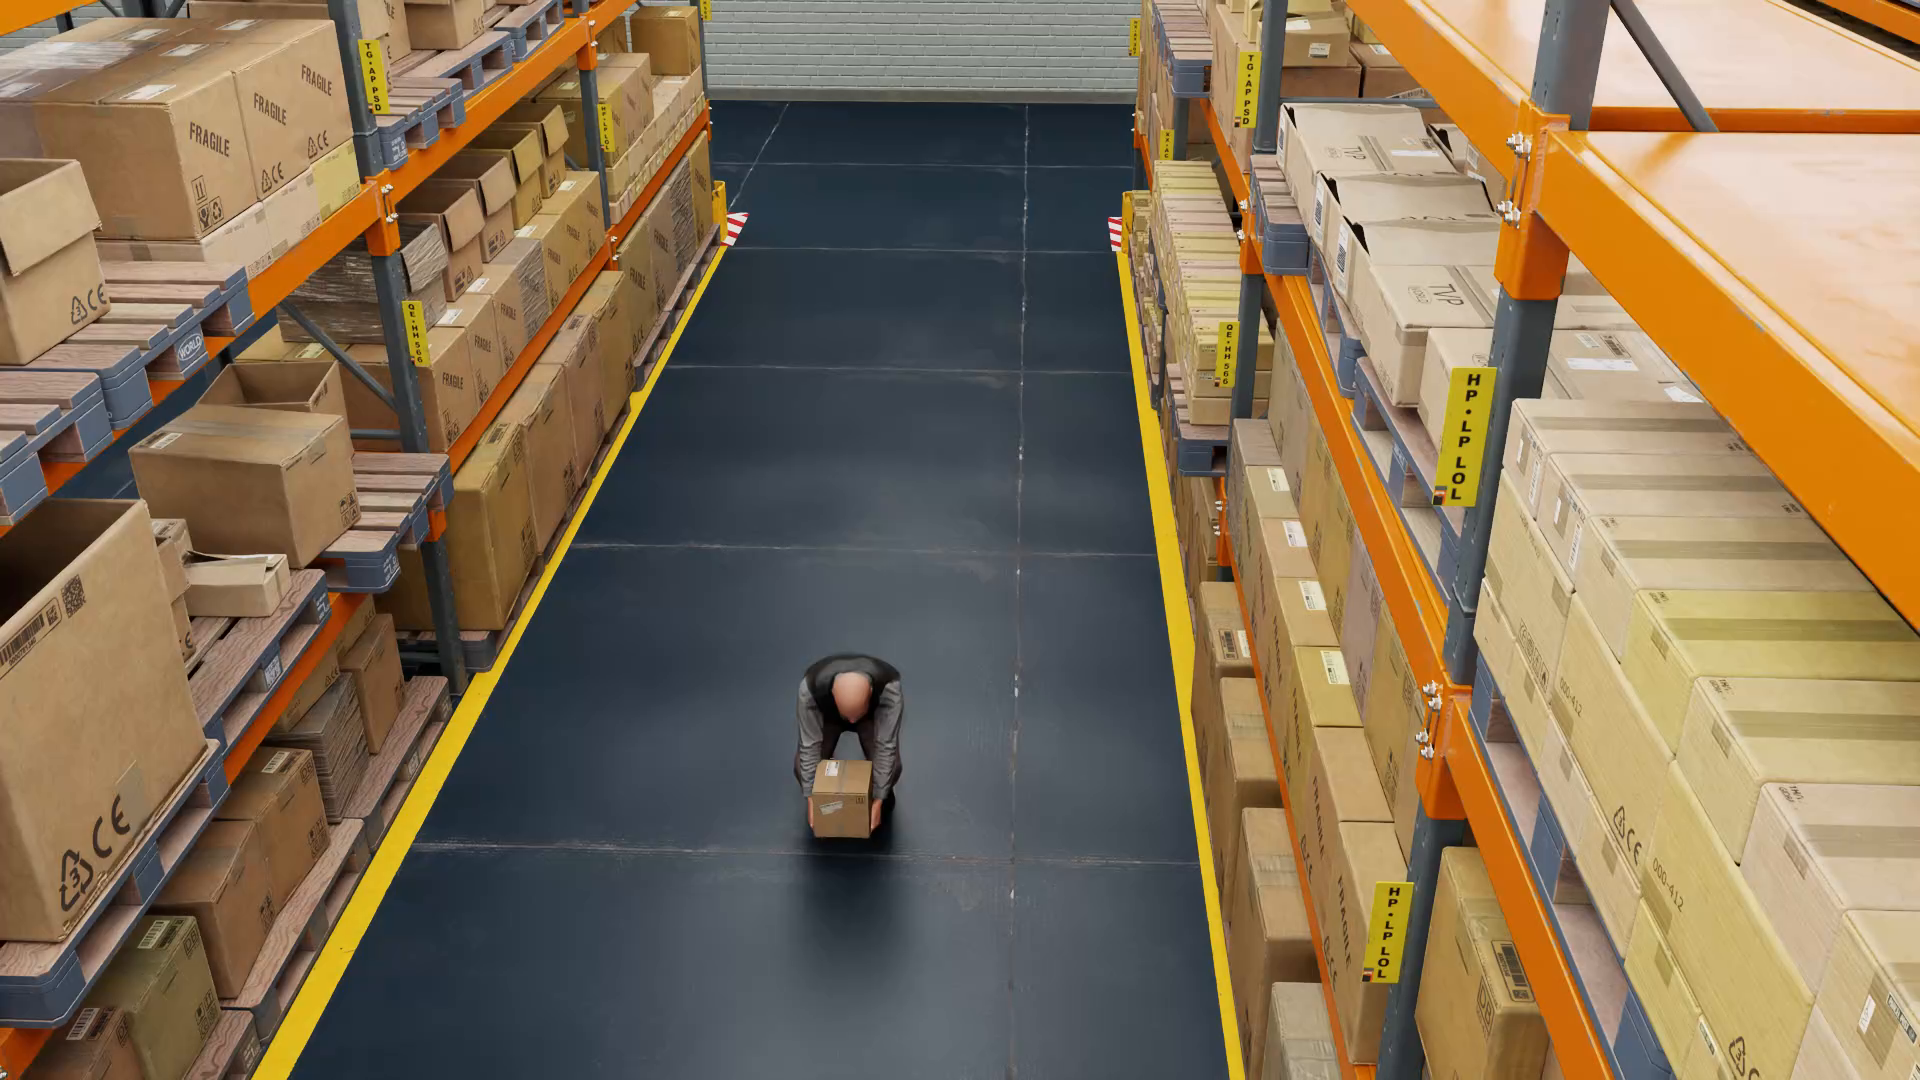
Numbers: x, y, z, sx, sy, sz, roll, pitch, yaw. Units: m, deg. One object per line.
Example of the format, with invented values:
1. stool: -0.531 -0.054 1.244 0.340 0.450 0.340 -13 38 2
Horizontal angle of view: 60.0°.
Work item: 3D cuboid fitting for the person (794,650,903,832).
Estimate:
1. person: -0.518 0.885 7.788 0.519 0.972 0.876 0 28 1
